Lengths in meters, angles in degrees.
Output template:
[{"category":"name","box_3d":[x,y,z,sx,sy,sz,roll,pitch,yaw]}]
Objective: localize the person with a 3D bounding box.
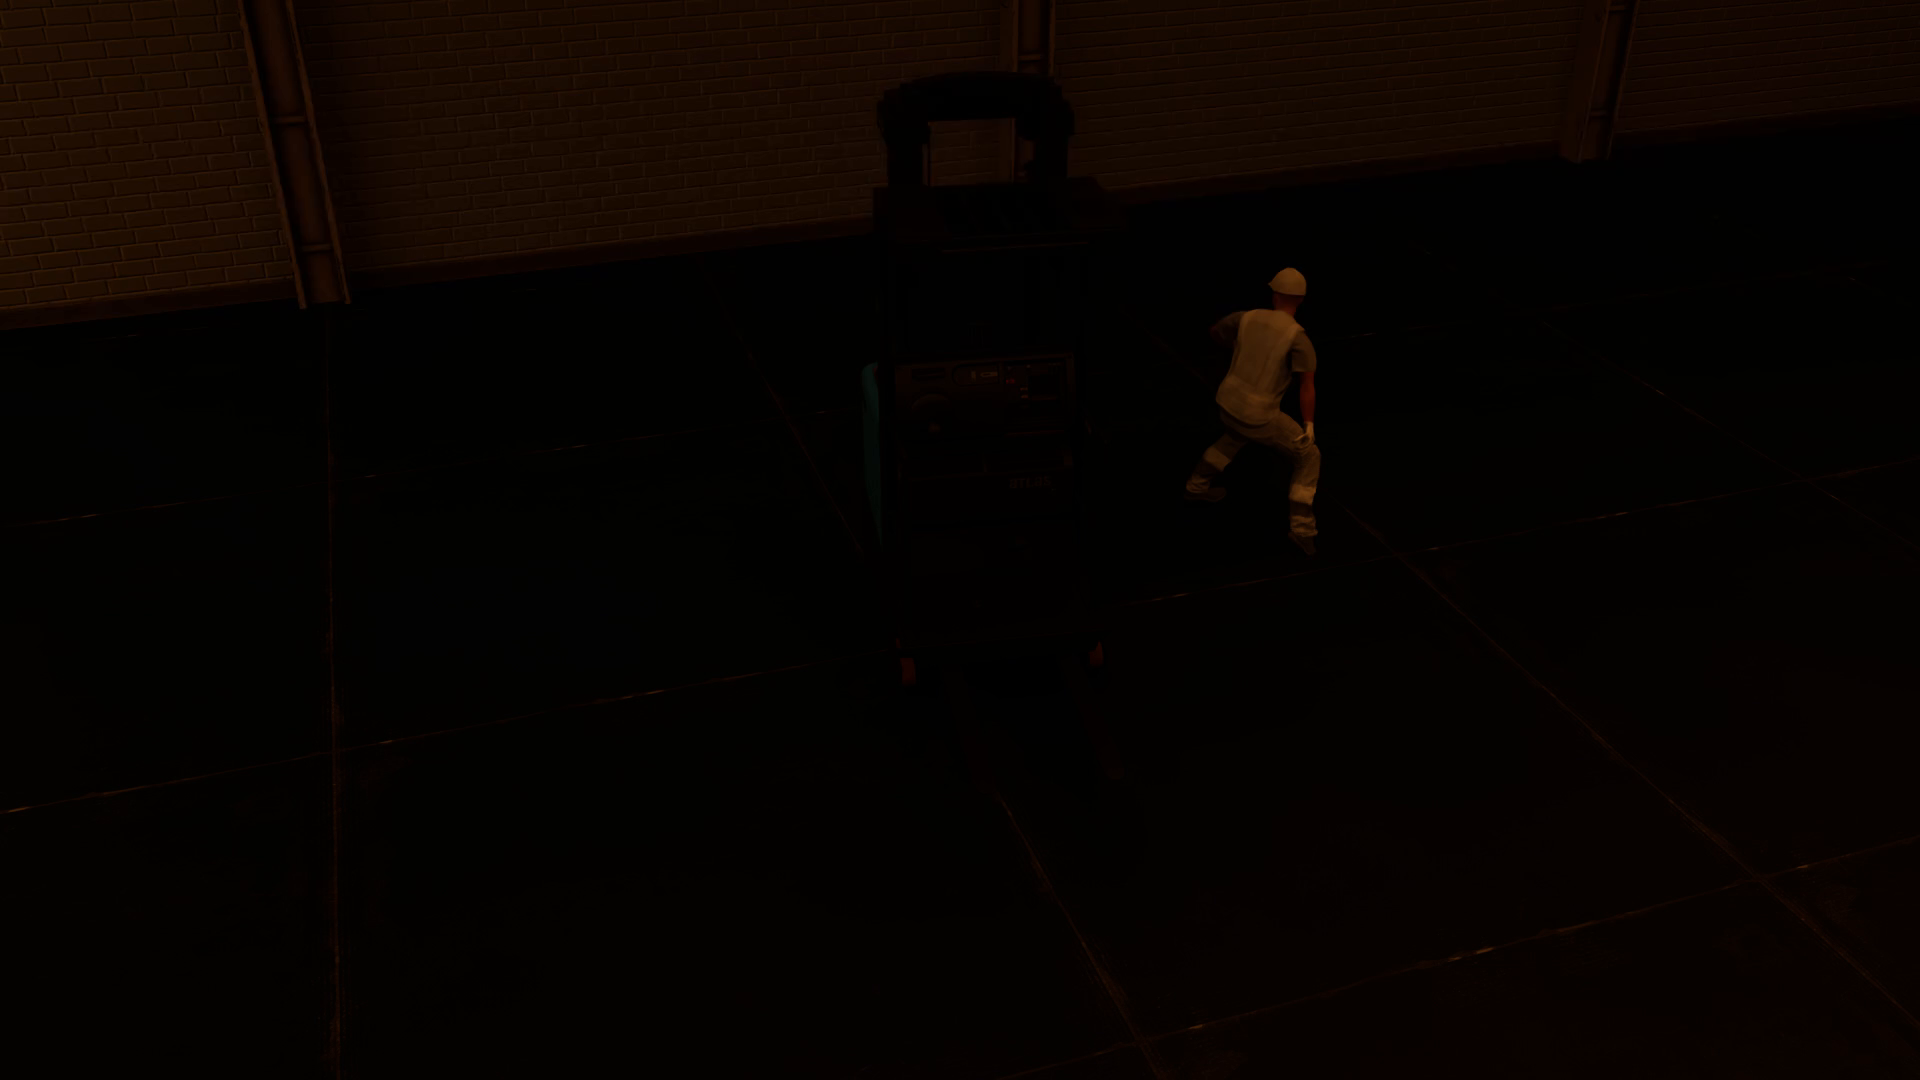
[{"category":"person","box_3d":[1.814,-0.737,9.798,0.587,1.719,1.086,-19,35,-30]}]

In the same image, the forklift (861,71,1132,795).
[{"category":"forklift","box_3d":[0.169,-0.694,8.293,1.130,2.935,3.031,-5,30,-8]}]
